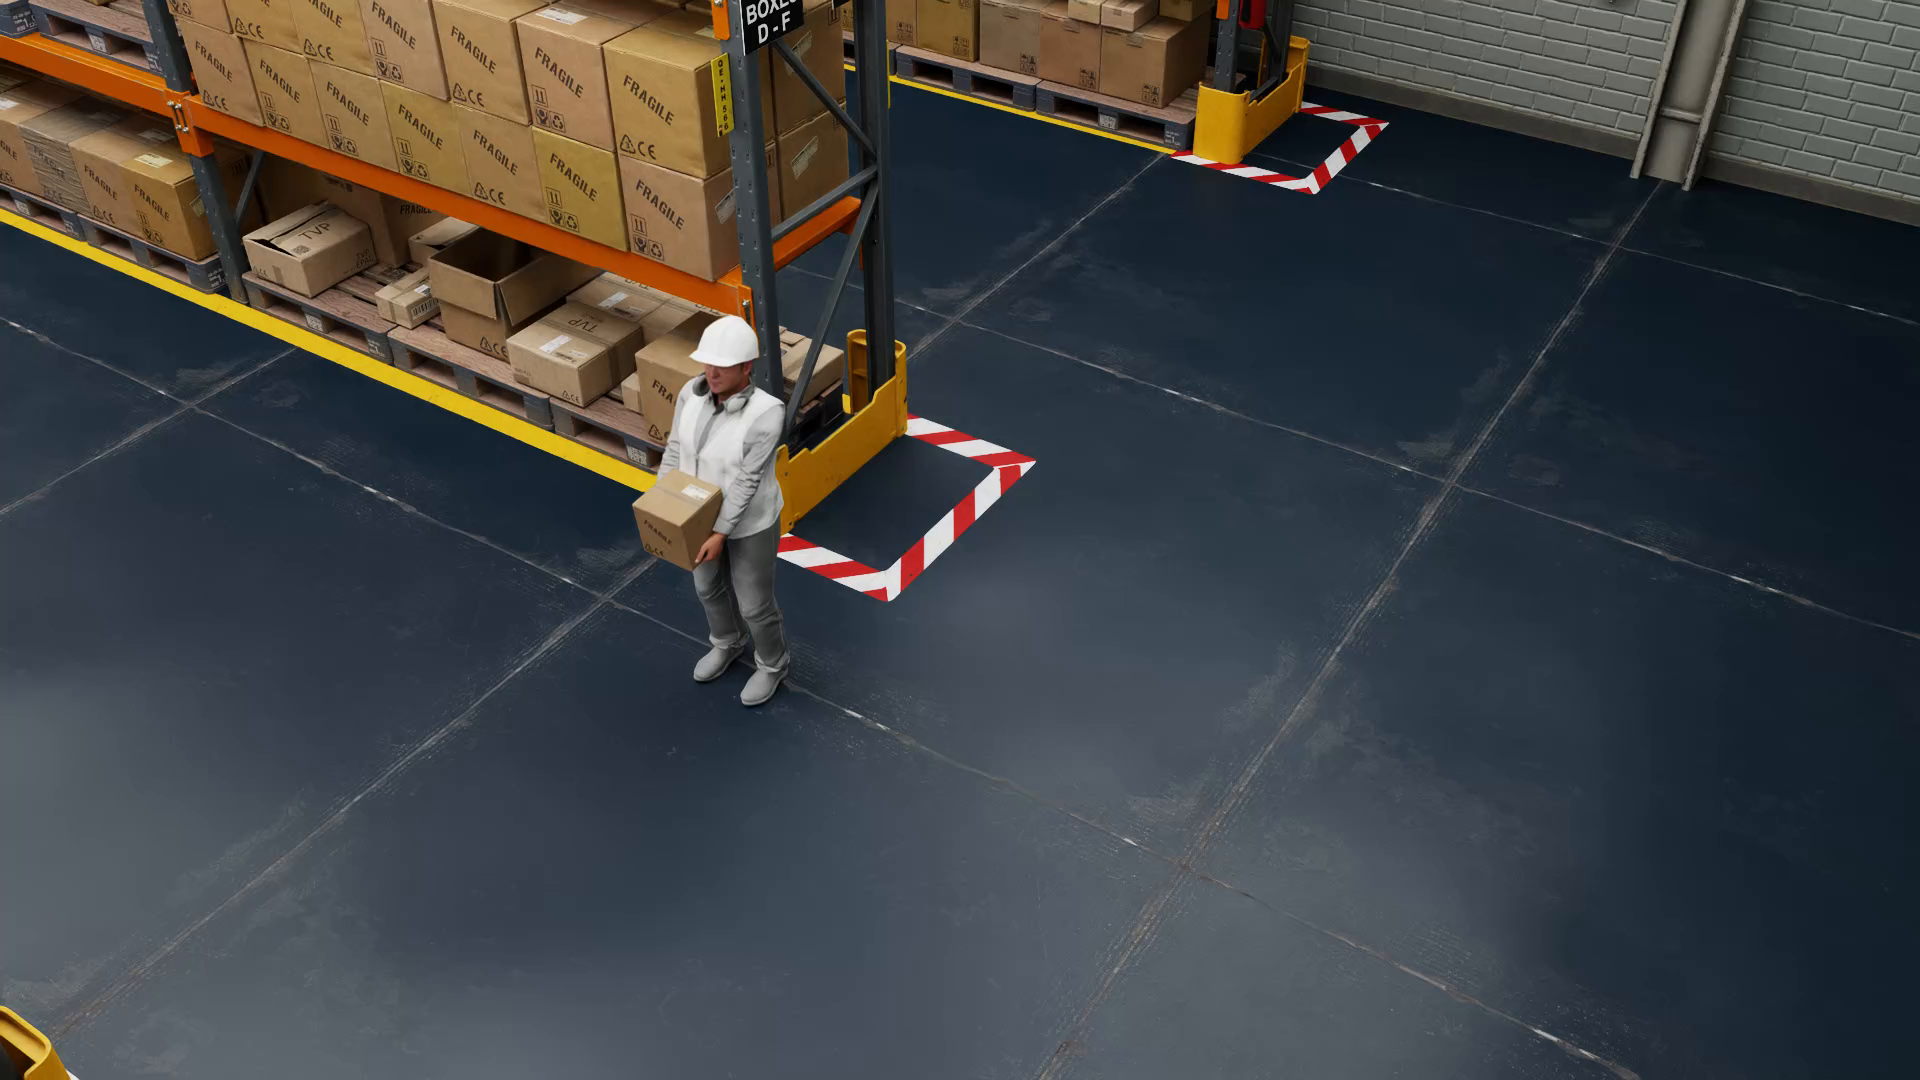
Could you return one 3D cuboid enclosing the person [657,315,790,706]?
[{"bbox_3d":[-0.973,-0.062,6.745,0.494,1.763,0.549,22,43,26],"label":"person"}]
